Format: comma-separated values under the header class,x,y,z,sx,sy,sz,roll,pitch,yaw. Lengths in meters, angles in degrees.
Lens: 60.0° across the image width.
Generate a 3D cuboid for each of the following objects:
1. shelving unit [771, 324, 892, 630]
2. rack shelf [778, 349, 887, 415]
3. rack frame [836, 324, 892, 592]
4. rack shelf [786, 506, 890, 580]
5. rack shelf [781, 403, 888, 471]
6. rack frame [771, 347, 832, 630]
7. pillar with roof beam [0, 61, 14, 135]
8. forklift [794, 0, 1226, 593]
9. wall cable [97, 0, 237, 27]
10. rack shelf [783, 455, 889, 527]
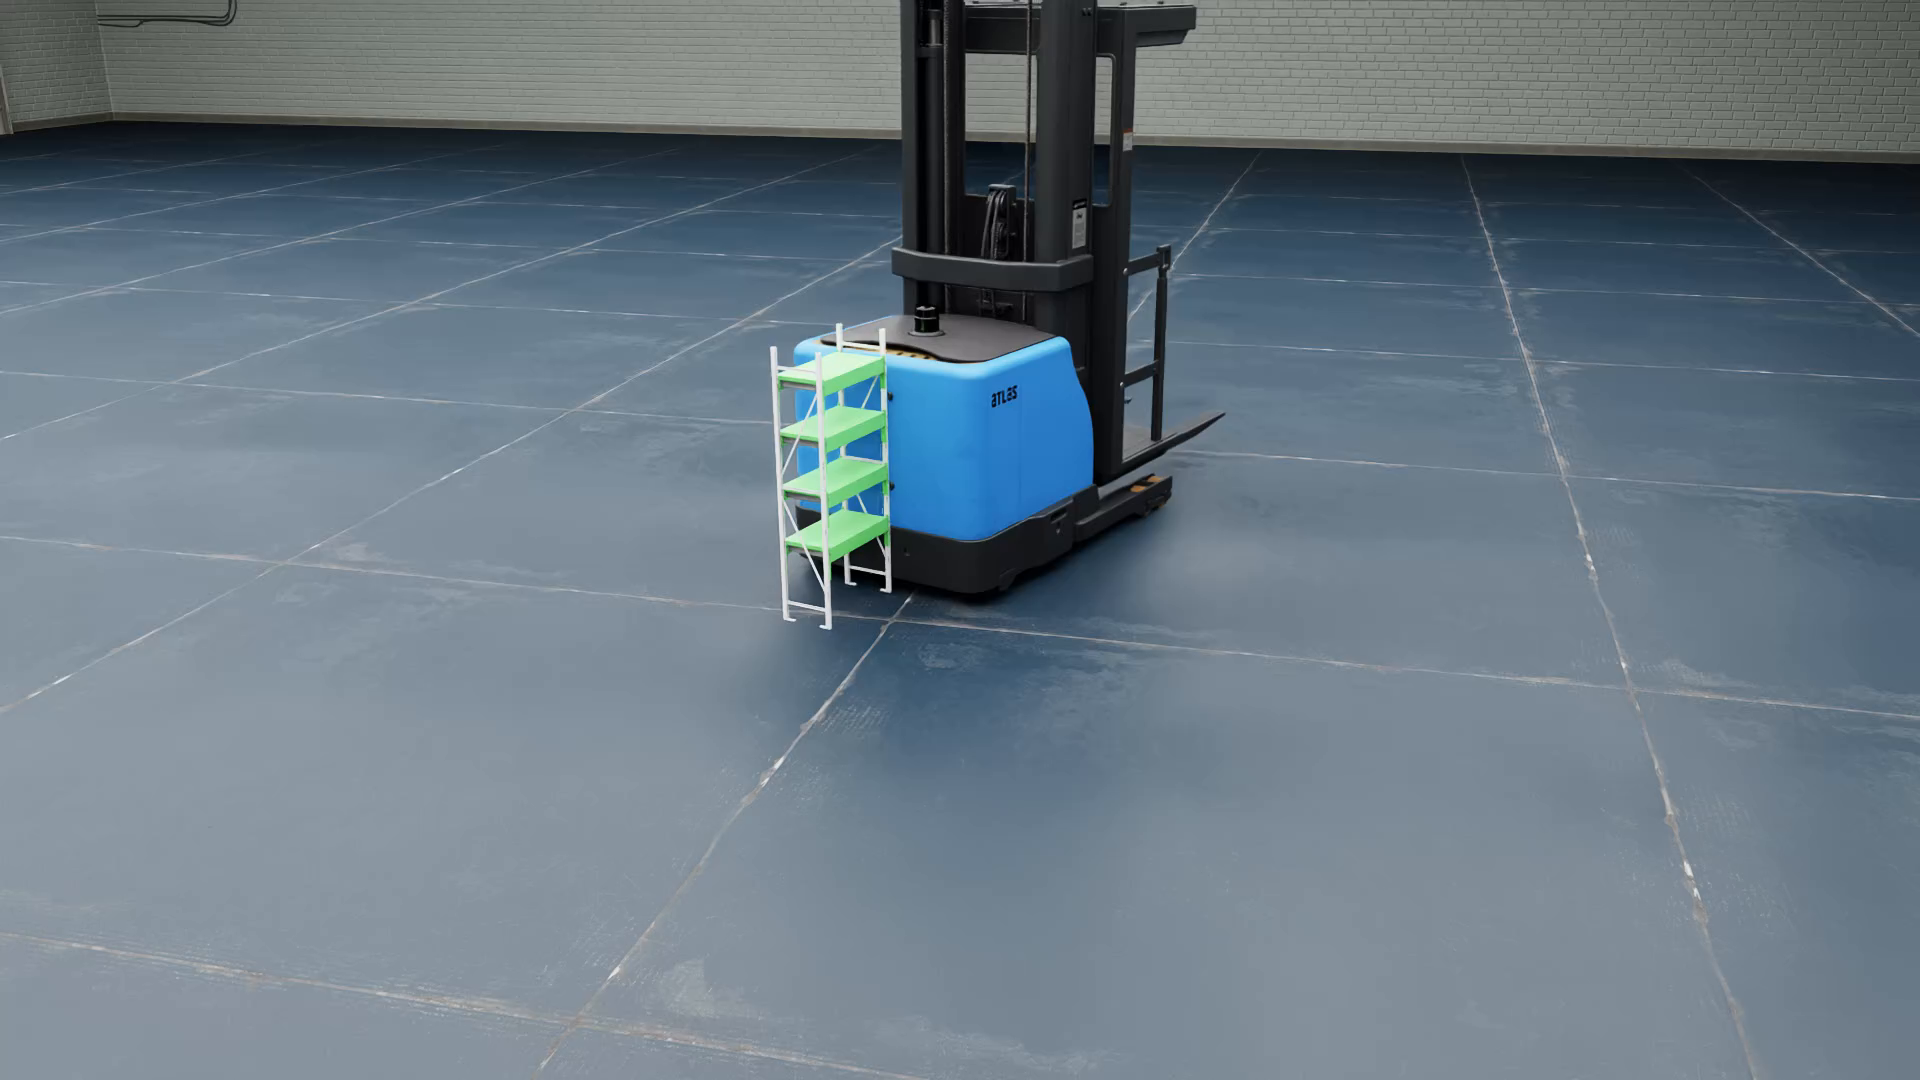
class,x,y,z,sx,sy,sz,roll,pitch,yaw
shelving unit,-0.540,-0.277,7.127,0.258,1.200,0.503,10,22,27
rack shelf,-0.543,-0.668,6.986,0.258,0.148,0.480,10,22,27
rack frame,-0.421,-0.350,7.327,0.240,1.200,0.015,10,22,27
rack shelf,-0.537,0.009,7.230,0.258,0.148,0.480,10,22,27
rack shelf,-0.541,-0.442,7.067,0.258,0.148,0.480,10,22,27
rack frame,-0.659,-0.204,6.927,0.240,1.200,0.015,10,22,27
pillar with roof beam,-12.390,-10.896,26.167,9.100,9.000,0.400,5,19,13
forklift,0.454,-1.575,8.264,1.130,2.935,3.031,12,22,31
wall cable,-14.562,-10.586,30.062,3.097,2.526,0.112,5,19,13
rack shelf,-0.539,-0.217,7.149,0.258,0.148,0.480,10,22,27
